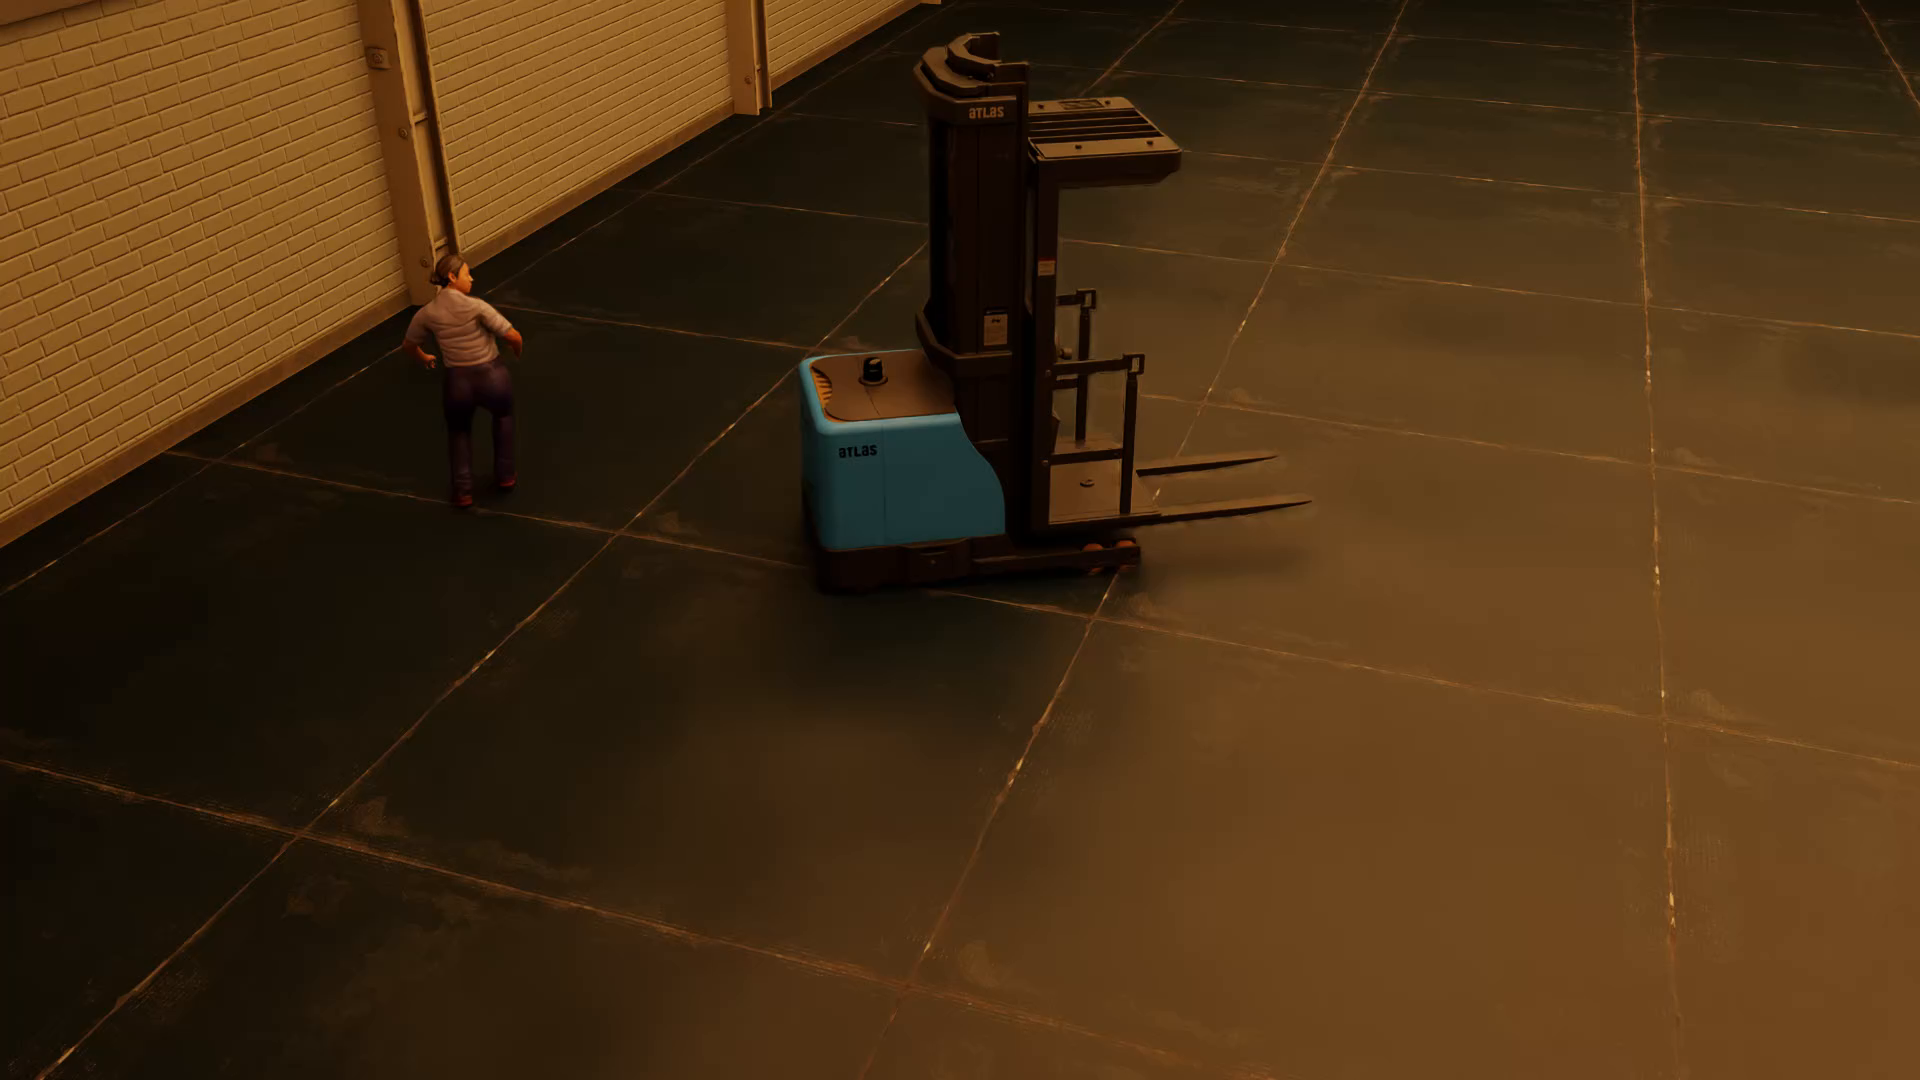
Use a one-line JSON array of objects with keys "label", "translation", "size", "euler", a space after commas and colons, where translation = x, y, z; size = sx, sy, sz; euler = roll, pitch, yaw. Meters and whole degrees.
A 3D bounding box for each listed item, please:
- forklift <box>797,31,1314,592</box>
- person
[{"label": "forklift", "translation": [0.598, -1.334, 9.477], "size": [3.031, 2.935, 1.130], "euler": [-6, 30, -10]}, {"label": "person", "translation": [-3.023, -0.980, 10.257], "size": [0.720, 1.601, 0.566], "euler": [-3, 30, -6]}]
